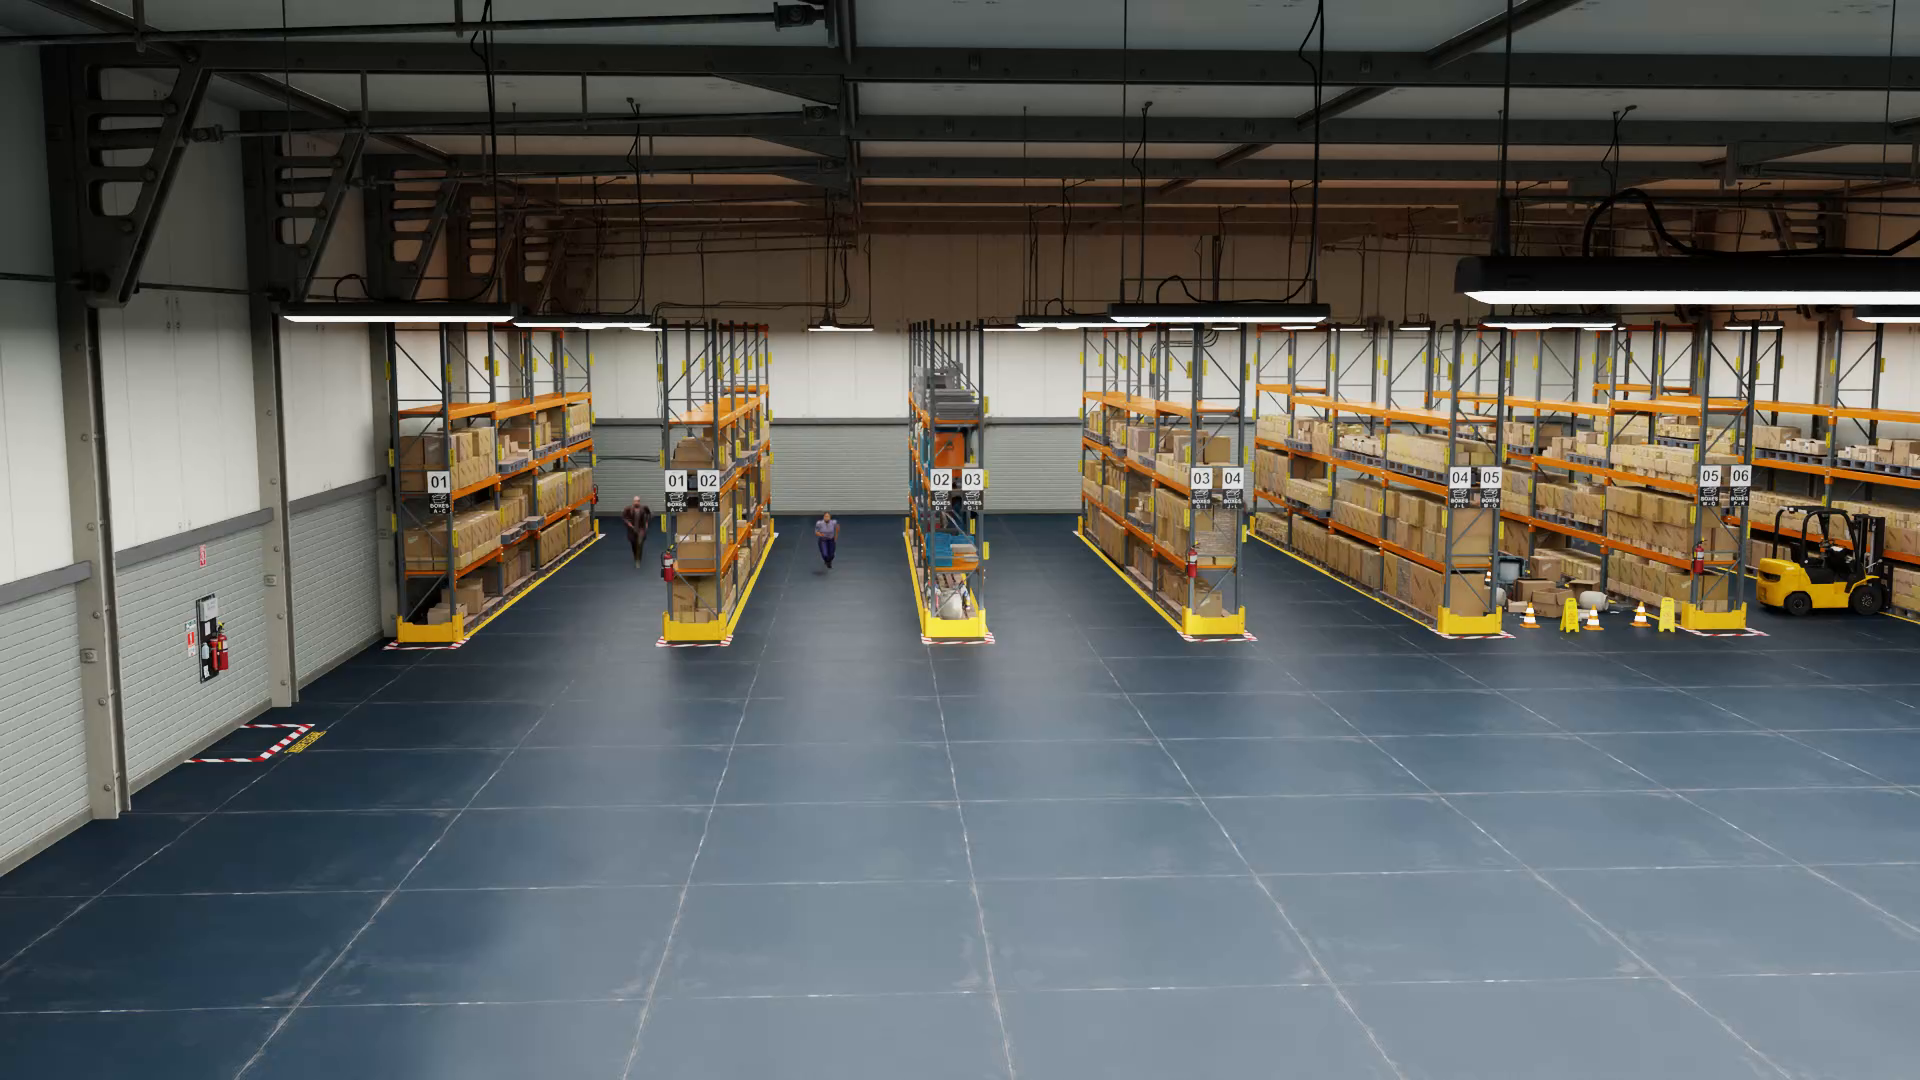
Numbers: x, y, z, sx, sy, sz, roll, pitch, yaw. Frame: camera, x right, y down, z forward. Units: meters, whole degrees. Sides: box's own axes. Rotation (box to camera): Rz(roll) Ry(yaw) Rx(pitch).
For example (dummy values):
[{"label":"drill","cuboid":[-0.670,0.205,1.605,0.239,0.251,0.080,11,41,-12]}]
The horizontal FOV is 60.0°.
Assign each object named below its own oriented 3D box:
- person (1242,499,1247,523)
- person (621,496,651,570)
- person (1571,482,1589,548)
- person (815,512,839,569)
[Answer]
[{"label":"person","cuboid":[7.379,-0.587,44.477,0.599,1.688,0.899,0,7,-1]},{"label":"person","cuboid":[-7.988,-0.208,41.054,0.712,1.778,1.187,-1,7,-10]},{"label":"person","cuboid":[16.495,-0.645,44.456,0.612,1.830,0.839,-2,7,-18]},{"label":"person","cuboid":[-3.142,0.019,39.441,0.593,1.418,0.649,-1,7,-7]}]
